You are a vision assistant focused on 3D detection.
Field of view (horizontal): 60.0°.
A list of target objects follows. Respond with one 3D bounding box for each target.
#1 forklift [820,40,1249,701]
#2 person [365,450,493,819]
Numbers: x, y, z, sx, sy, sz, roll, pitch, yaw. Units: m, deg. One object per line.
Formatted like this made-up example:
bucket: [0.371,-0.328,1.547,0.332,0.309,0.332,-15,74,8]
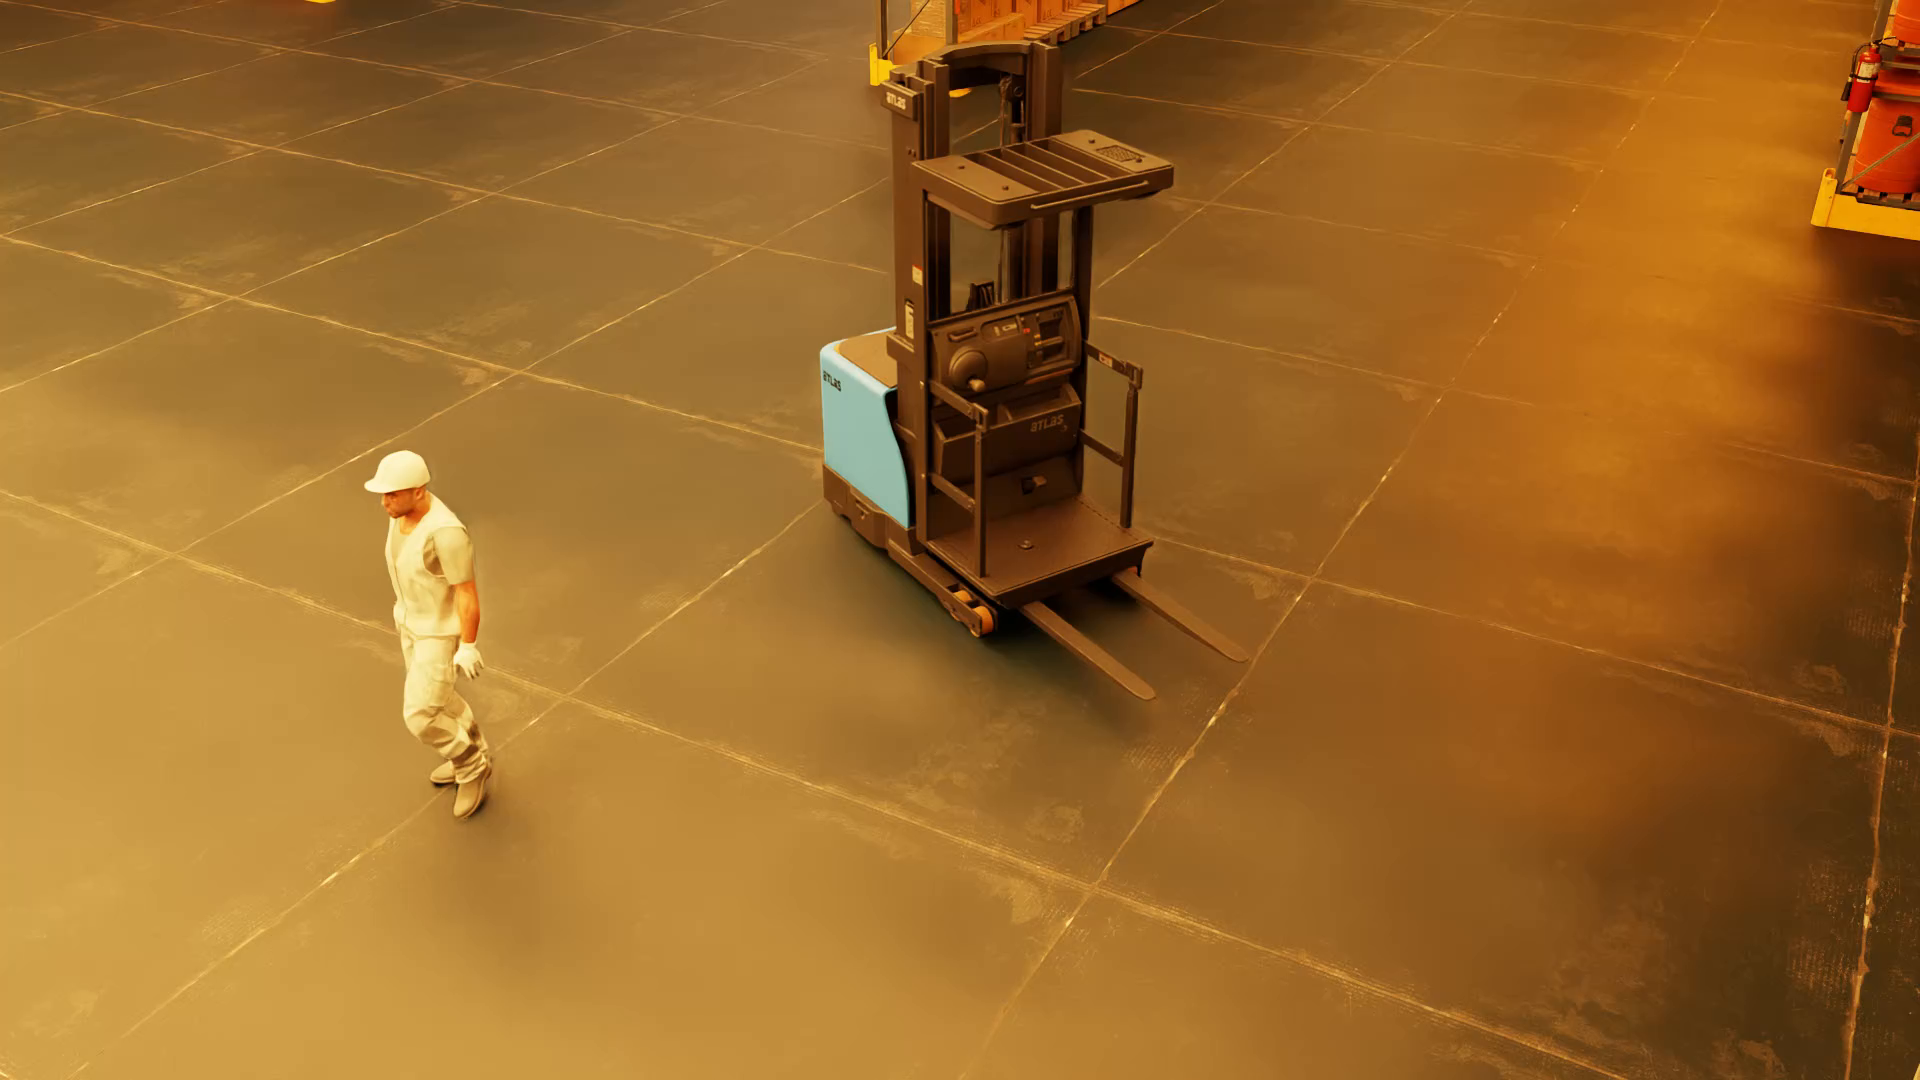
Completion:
forklift: [0.376,-1.011,8.823,1.130,2.935,3.031,-18,35,-28]
person: [-2.424,0.420,7.521,0.474,1.780,0.673,-26,39,-37]
